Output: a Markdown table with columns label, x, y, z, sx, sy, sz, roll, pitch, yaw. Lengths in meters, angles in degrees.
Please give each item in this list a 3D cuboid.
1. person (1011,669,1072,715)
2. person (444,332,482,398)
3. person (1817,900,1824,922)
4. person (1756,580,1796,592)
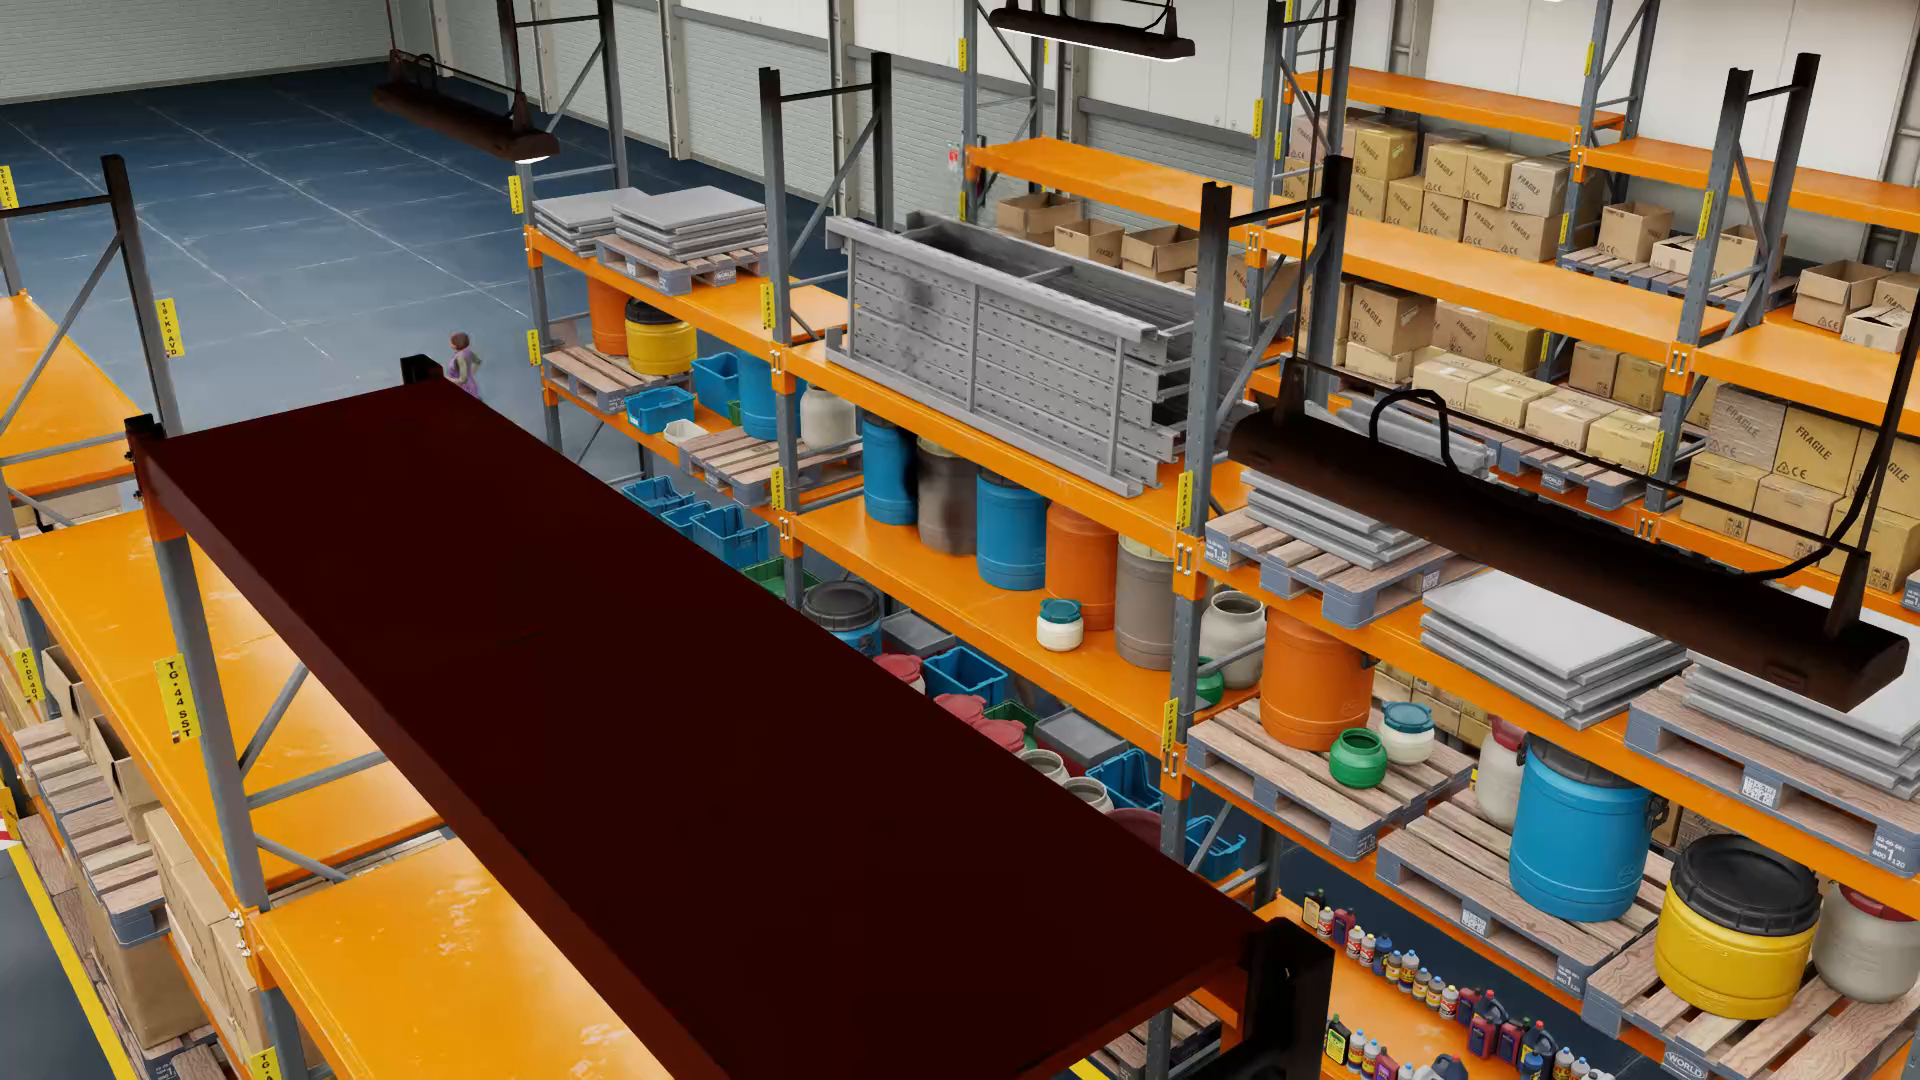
| label | x | y | z | sx | sy | sz | roll | pitch | yaw |
| --- | --- | --- | --- | --- | --- | --- | --- | --- | --- |
| person | 0.714 | 0.874 | 13.946 | 0.677 | 1.681 | 0.832 | -20 | 32 | -36 |
| person | -5.932 | -1.720 | 20.031 | 0.599 | 1.659 | 0.540 | -6 | 27 | -12 |
| person | 4.983 | 2.910 | 10.236 | 0.777 | 1.826 | 0.685 | 23 | 34 | 39 |
| person | 7.341 | 0.684 | 14.909 | 0.904 | 1.690 | 0.580 | 19 | 32 | 34 |
